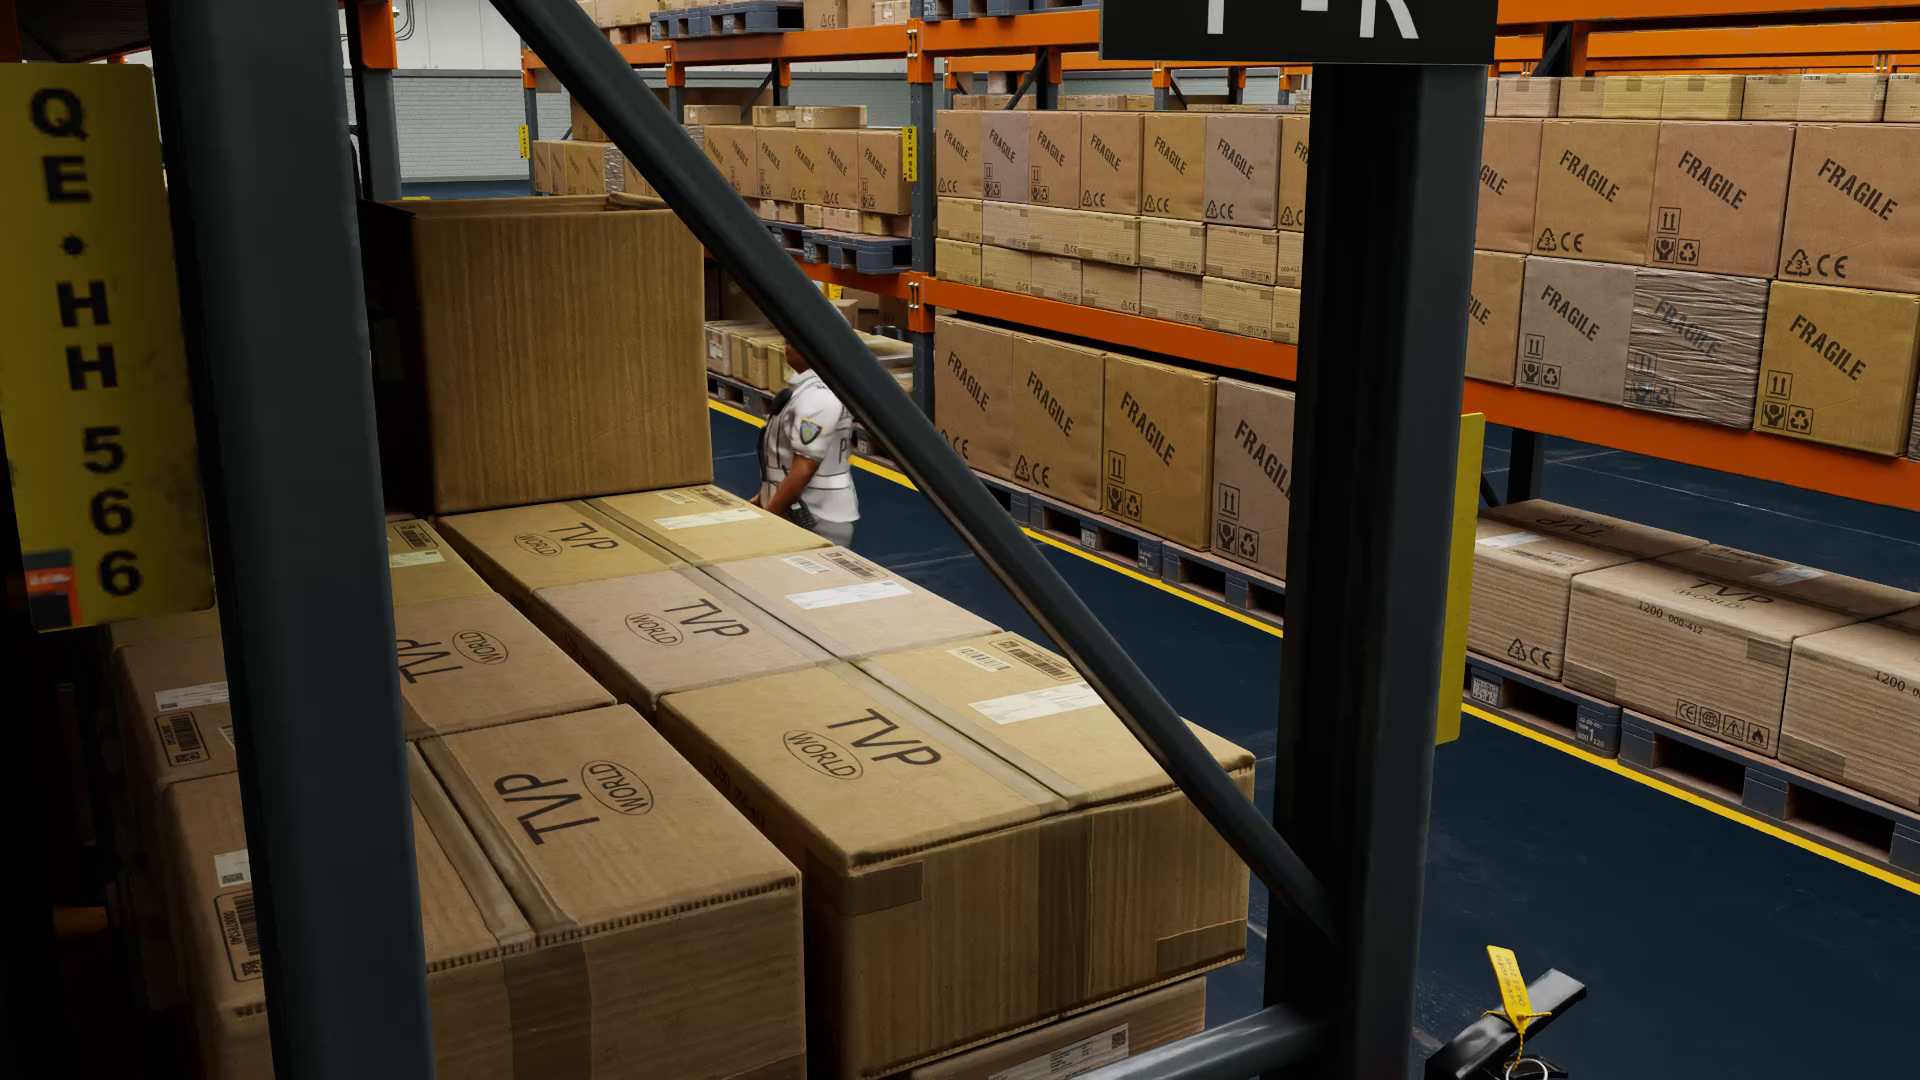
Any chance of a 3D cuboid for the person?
[{"bbox_3d":[-0.621,-0.056,6.186,0.502,1.669,0.505,-1,15,-3],"label":"person"}]
